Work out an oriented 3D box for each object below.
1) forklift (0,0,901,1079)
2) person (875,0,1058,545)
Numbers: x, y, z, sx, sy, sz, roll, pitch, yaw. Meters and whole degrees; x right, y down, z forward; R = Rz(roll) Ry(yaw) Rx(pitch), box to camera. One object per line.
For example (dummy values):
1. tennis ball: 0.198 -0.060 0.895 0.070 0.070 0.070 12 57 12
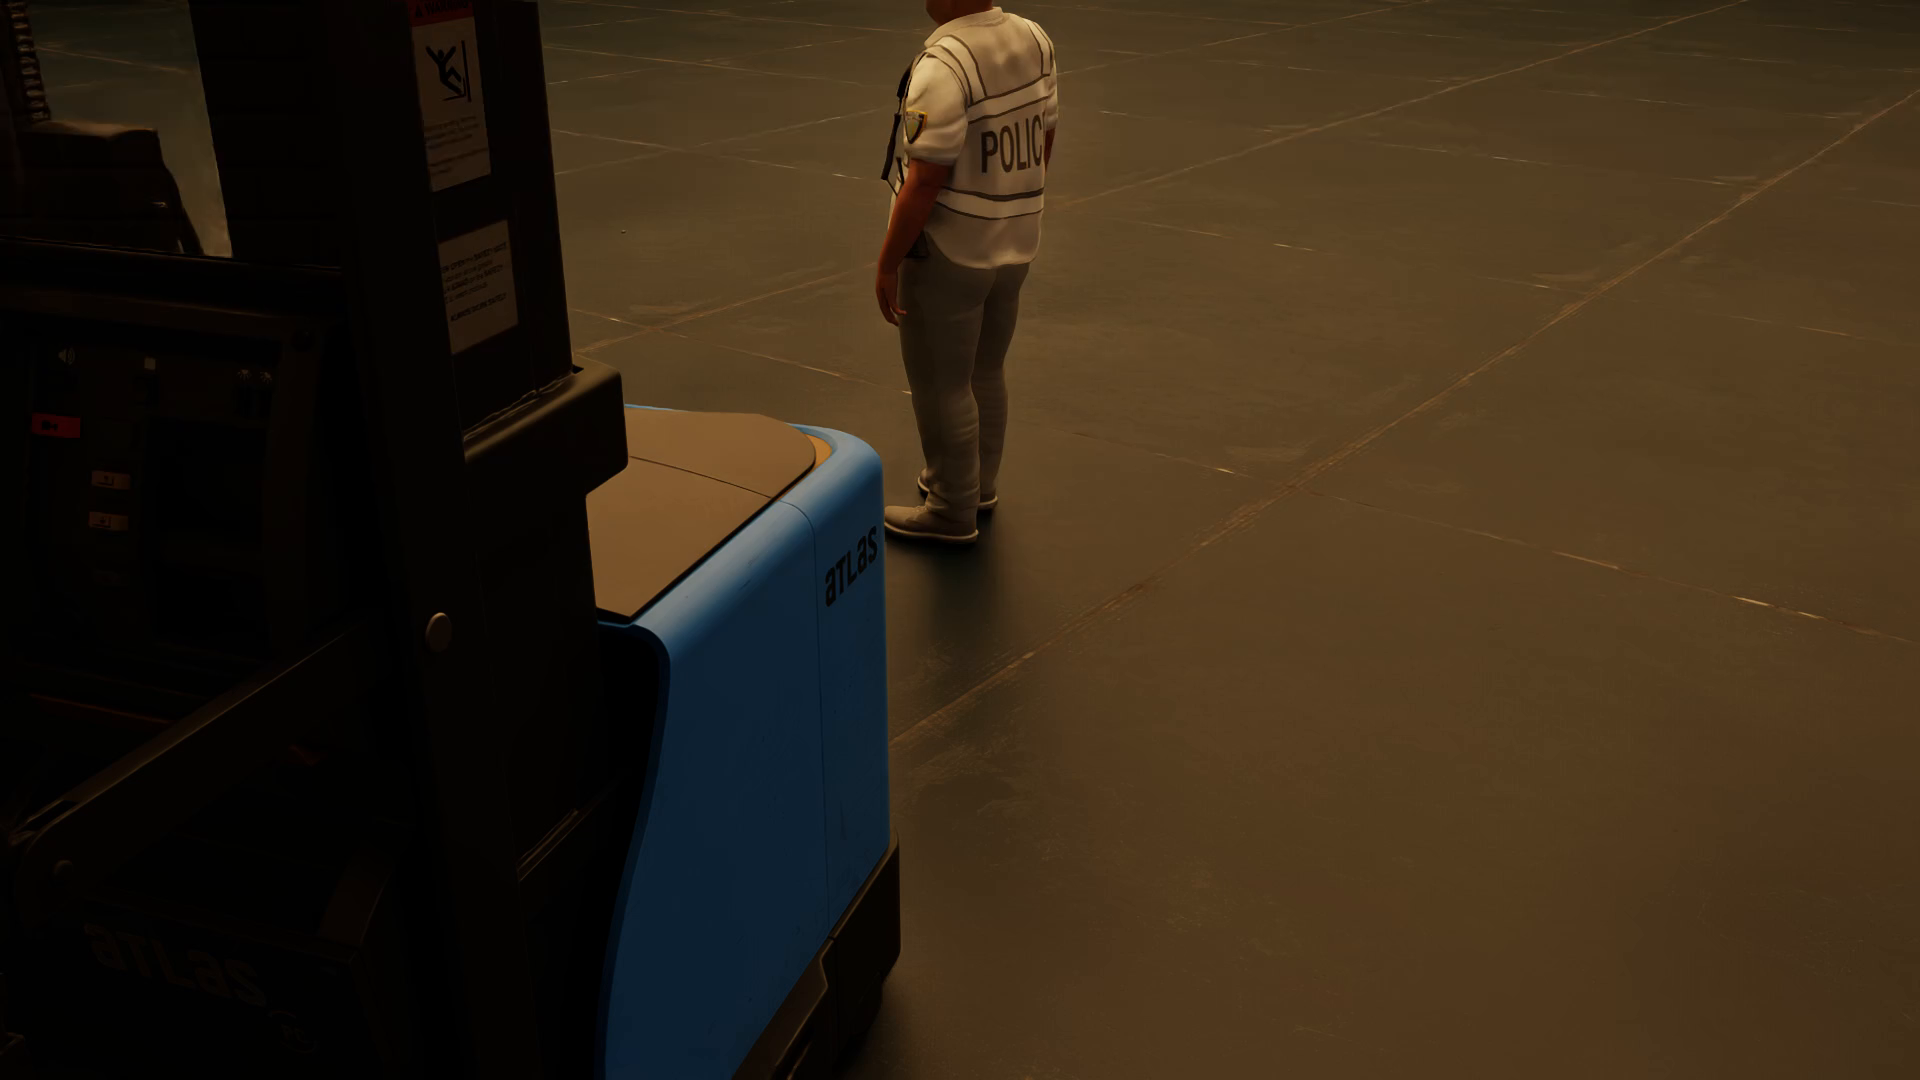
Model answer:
1. forklift: -1.072 -0.046 1.436 1.130 2.935 3.031 8 25 17
2. person: -0.054 -0.847 4.708 0.575 1.781 0.640 17 29 34
